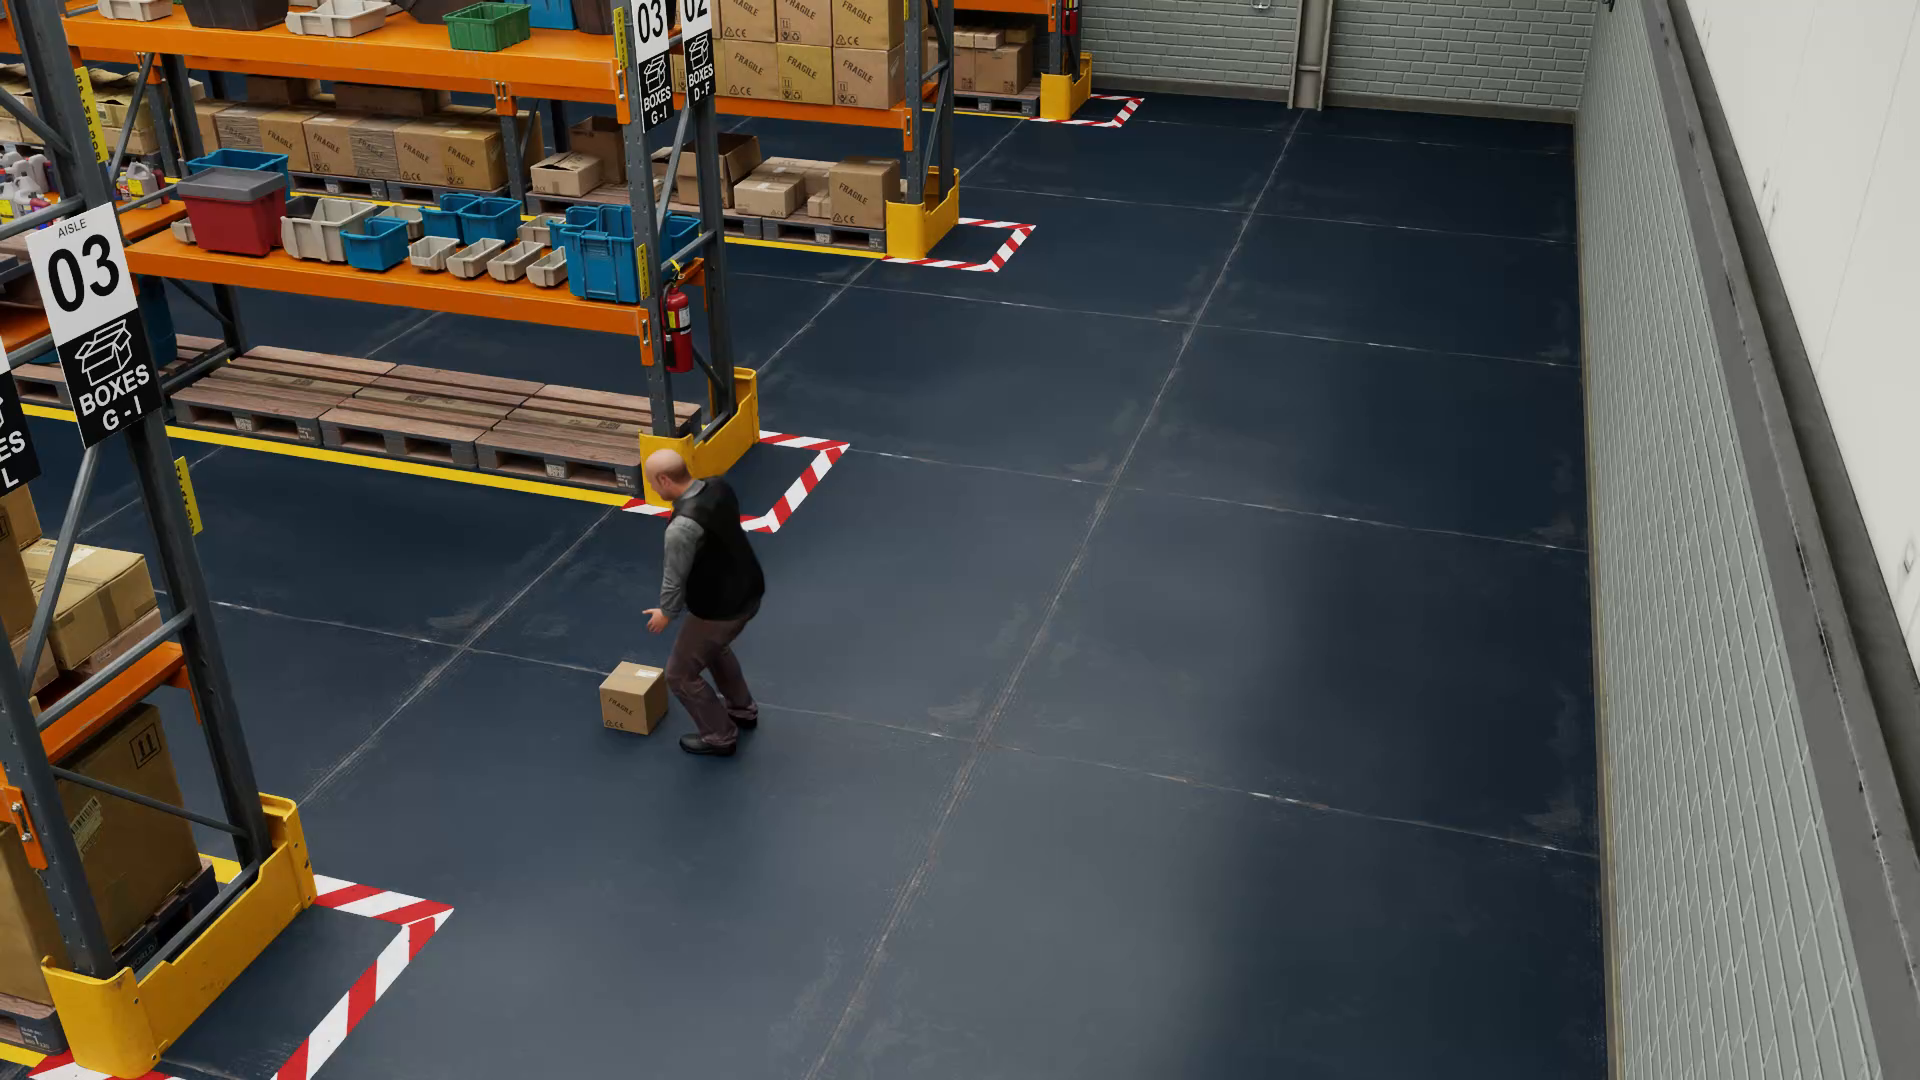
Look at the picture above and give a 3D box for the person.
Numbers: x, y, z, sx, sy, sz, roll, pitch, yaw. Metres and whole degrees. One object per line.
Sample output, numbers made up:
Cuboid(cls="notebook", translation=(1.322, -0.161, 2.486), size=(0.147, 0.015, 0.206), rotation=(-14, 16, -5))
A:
Cuboid(cls="person", translation=(-1.231, 0.310, 8.094), size=(0.509, 1.617, 0.574), rotation=(9, 30, 16))
